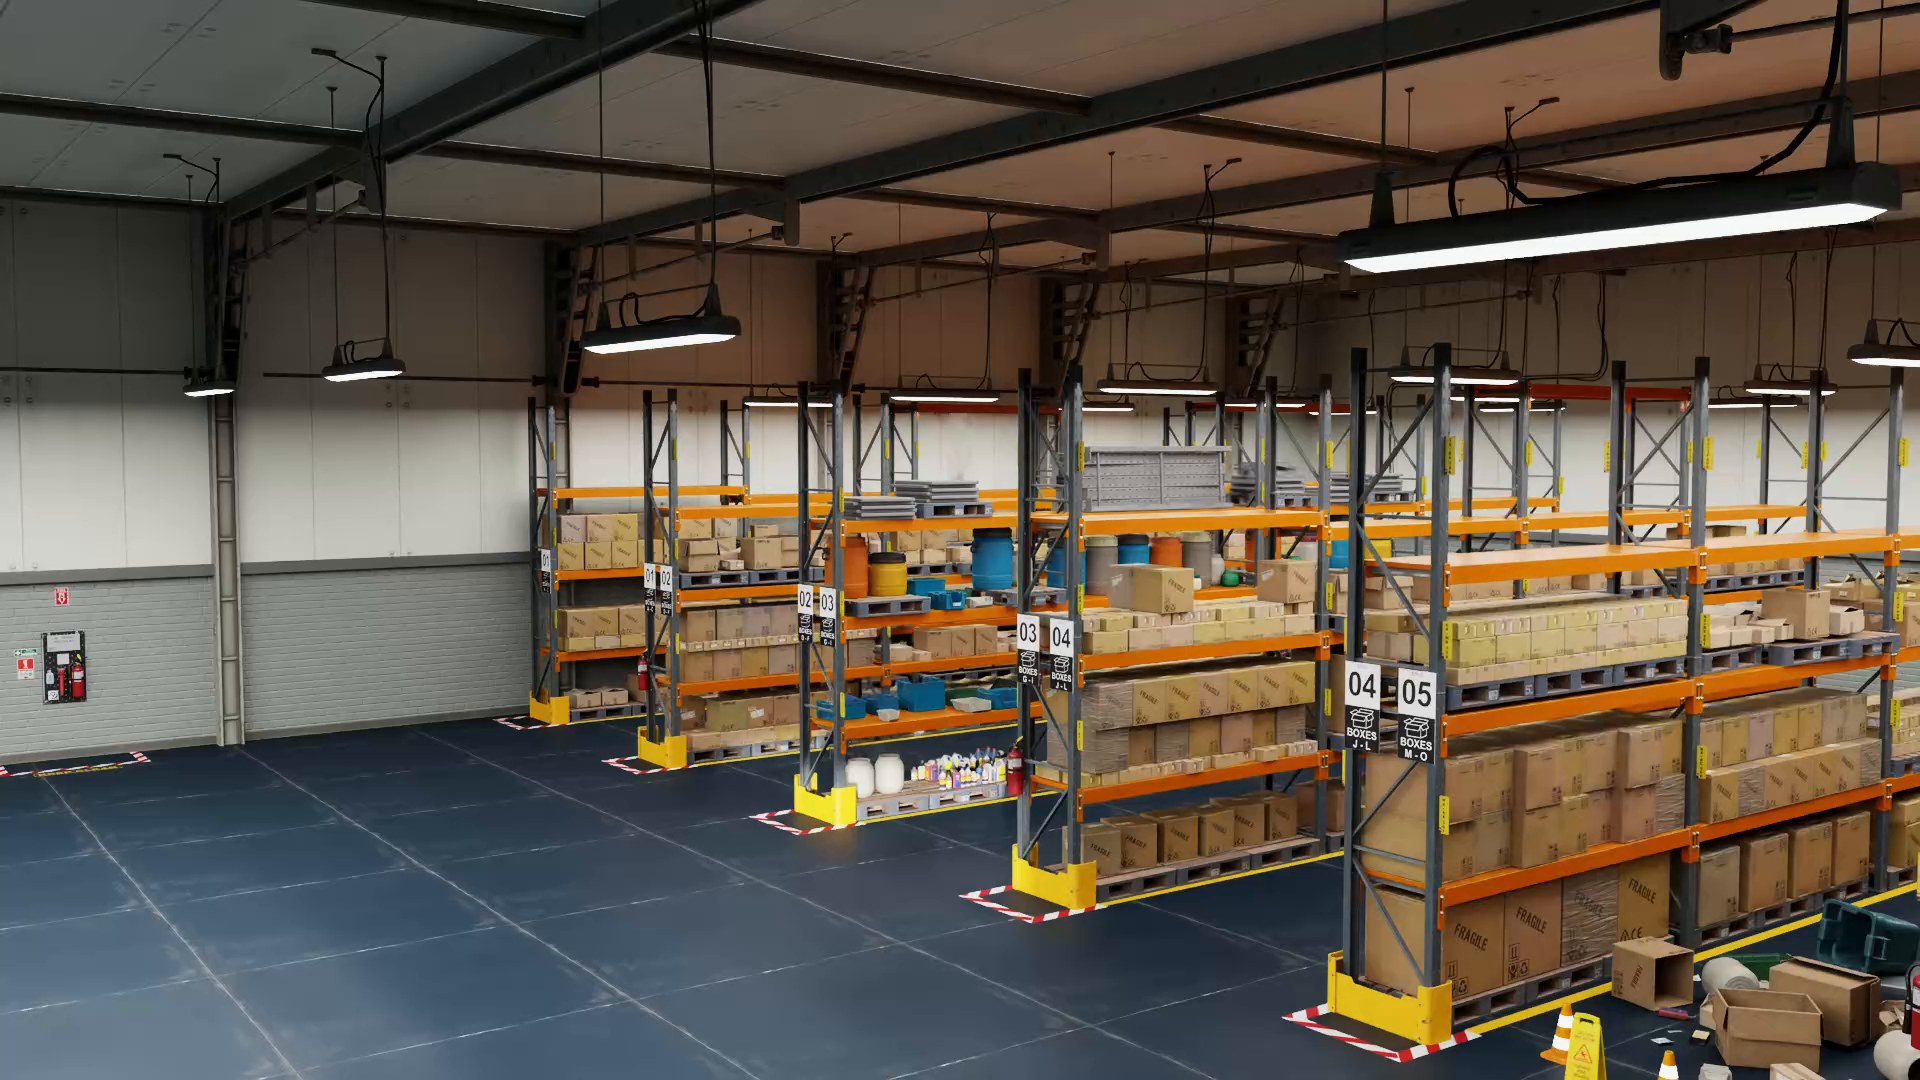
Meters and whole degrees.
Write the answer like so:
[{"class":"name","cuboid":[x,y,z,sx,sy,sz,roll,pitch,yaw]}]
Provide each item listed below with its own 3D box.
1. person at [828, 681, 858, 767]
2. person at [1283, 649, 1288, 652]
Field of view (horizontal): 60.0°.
[{"class":"person","cuboid":[-1.823,2.897,24.961,0.589,1.602,0.609,-3,4,-40]},{"class":"person","cuboid":[6.578,2.362,32.619,0.669,1.807,0.762,3,5,43]}]
